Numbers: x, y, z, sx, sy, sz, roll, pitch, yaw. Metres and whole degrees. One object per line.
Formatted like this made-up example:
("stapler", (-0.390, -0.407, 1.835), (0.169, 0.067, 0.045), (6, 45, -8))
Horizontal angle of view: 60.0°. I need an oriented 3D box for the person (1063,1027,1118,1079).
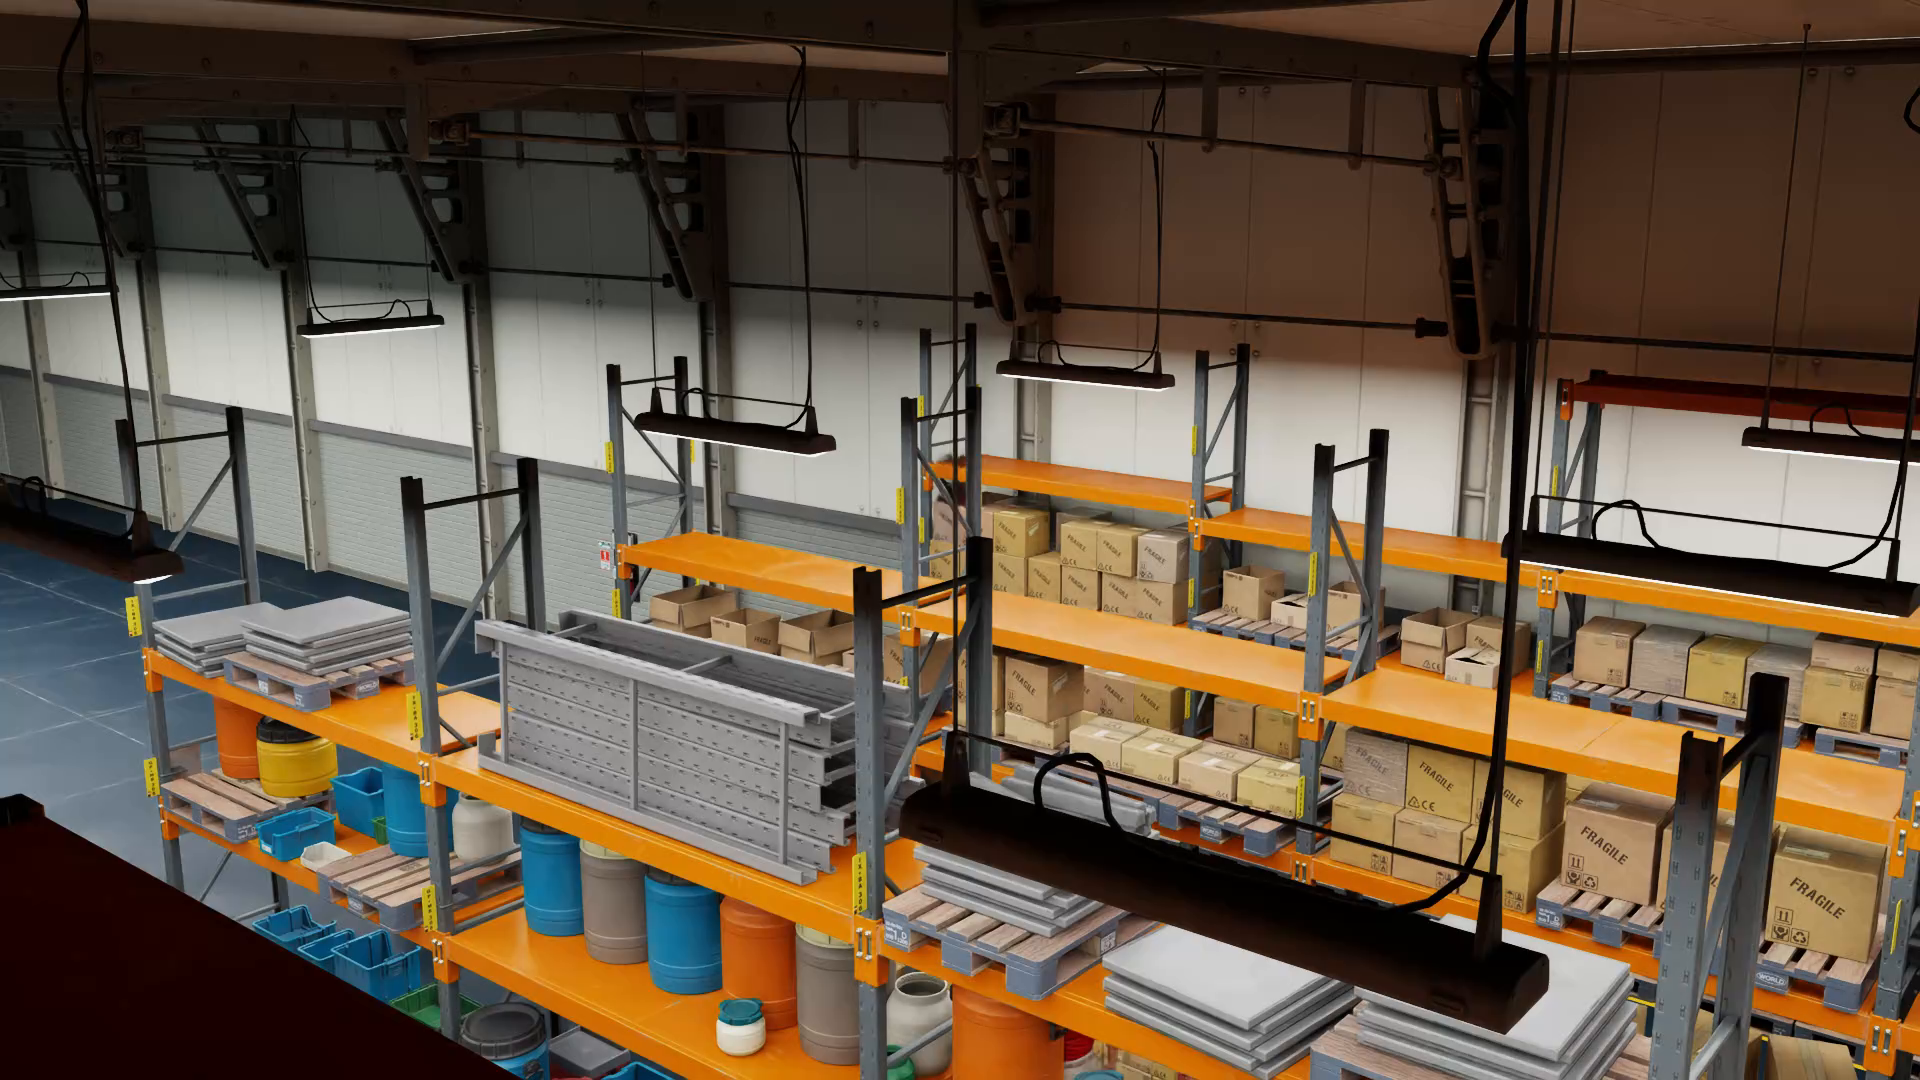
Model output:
("person", (0.875, 4.304, 13.433), (0.975, 1.719, 0.551), (10, 16, 38))
